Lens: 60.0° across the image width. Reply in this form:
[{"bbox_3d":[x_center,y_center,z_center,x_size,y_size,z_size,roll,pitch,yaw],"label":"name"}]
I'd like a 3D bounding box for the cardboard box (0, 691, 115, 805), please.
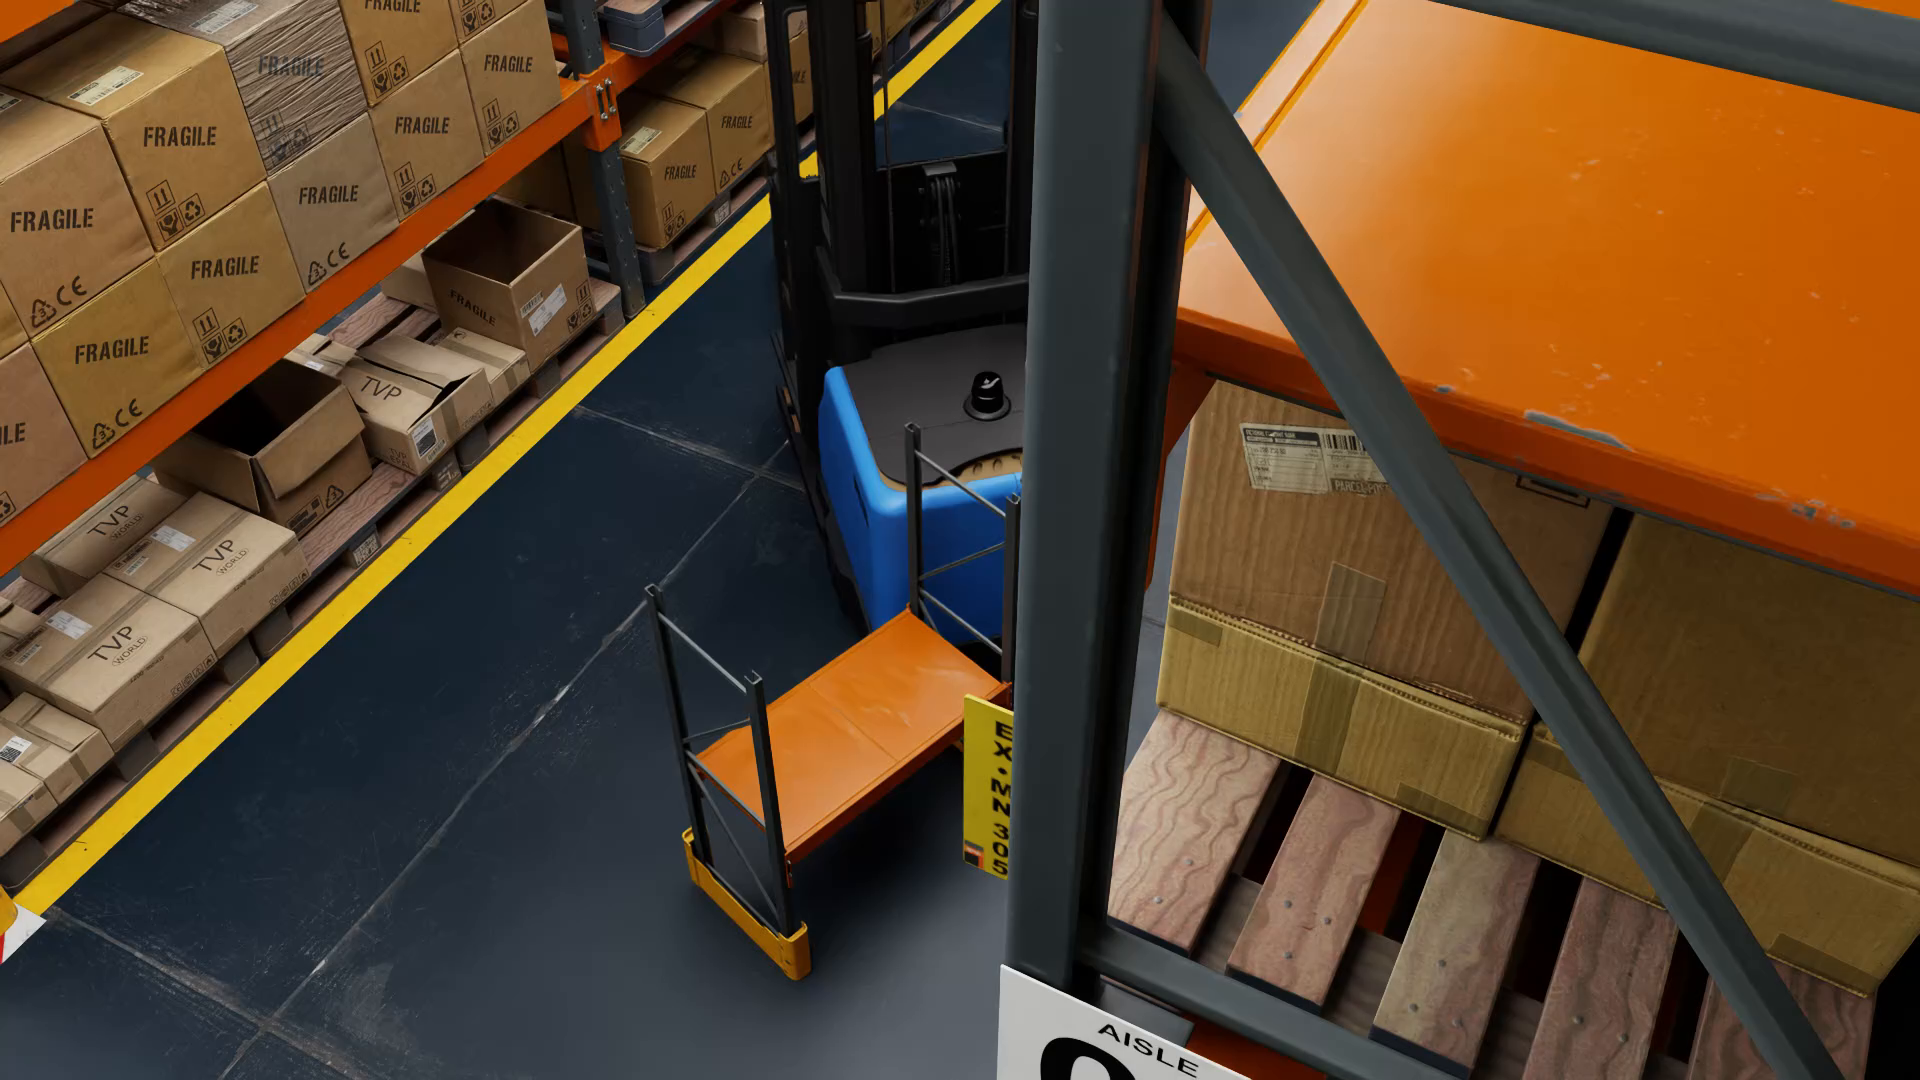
[{"bbox_3d":[-3.251,0.728,5.884,0.380,0.166,0.250,20,49,19],"label":"cardboard box"}]

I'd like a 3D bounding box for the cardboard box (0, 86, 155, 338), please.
[{"bbox_3d":[-2.953,-1.030,5.165,0.500,0.500,0.500,21,49,20],"label":"cardboard box"}]

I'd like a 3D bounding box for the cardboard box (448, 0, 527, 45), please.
[{"bbox_3d":[-2.014,-2.308,6.428,0.500,0.500,0.500,21,49,19],"label":"cardboard box"}]

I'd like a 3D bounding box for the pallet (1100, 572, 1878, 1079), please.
[{"bbox_3d":[0.859,0.334,2.544,1.003,0.211,1.213,20,49,19],"label":"pallet"}]

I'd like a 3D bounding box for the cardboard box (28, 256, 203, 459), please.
[{"bbox_3d":[-2.956,-0.675,5.518,0.500,0.500,0.500,20,49,19],"label":"cardboard box"}]

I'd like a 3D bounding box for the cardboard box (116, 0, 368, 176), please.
[{"bbox_3d":[-2.484,-1.667,5.795,0.500,0.500,0.500,21,49,19],"label":"cardboard box"}]

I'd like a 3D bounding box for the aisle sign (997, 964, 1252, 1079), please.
[{"bbox_3d":[0.225,0.860,2.243,0.394,0.787,0.004,20,49,19],"label":"aisle sign"}]

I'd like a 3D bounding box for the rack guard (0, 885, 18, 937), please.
[{"bbox_3d":[-3.830,1.026,5.665,1.175,0.500,0.348,20,49,19],"label":"rack guard"}]

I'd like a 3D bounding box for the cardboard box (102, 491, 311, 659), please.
[{"bbox_3d":[-2.898,0.128,6.419,0.500,0.250,0.500,20,49,19],"label":"cardboard box"}]

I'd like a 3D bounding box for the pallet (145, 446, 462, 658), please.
[{"bbox_3d":[-2.893,-0.141,7.021,1.003,0.211,1.213,20,49,19],"label":"pallet"}]

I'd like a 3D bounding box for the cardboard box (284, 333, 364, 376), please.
[{"bbox_3d":[-2.788,-0.743,7.338,0.380,0.166,0.250,20,49,19],"label":"cardboard box"}]

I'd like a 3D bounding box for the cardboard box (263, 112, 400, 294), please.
[{"bbox_3d":[-2.488,-1.311,6.146,0.500,0.500,0.500,22,49,20],"label":"cardboard box"}]

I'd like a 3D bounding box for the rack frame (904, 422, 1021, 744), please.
[{"bbox_3d":[0.007,0.285,5.694,0.032,1.500,0.500,-34,55,-29],"label":"rack frame"}]

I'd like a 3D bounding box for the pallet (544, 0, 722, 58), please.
[{"bbox_3d":[-1.541,-2.725,7.749,1.003,0.211,1.213,20,49,19],"label":"pallet"}]

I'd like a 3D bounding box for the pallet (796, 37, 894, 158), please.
[{"bbox_3d":[-1.099,-2.641,9.492,1.003,0.211,1.213,20,49,19],"label":"pallet"}]

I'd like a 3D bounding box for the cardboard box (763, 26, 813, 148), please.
[{"bbox_3d":[-1.092,-2.477,8.818,0.500,0.500,0.500,21,49,20],"label":"cardboard box"}]

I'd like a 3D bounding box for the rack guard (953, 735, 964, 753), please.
[{"bbox_3d":[-0.007,0.734,6.129,0.087,0.250,0.587,-34,55,-29],"label":"rack guard"}]

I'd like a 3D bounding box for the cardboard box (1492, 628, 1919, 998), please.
[{"bbox_3d":[1.080,0.265,2.290,0.500,0.250,0.500,23,50,21],"label":"cardboard box"}]

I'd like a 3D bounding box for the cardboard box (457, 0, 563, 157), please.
[{"bbox_3d":[-2.013,-1.961,6.788,0.500,0.500,0.500,21,49,20],"label":"cardboard box"}]

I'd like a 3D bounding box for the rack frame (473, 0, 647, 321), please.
[{"bbox_3d":[-2.009,-2.325,7.219,1.000,3.000,0.127,20,49,19],"label":"rack frame"}]

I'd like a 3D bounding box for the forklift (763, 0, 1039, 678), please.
[{"bbox_3d":[-0.203,-1.498,6.449,1.130,2.935,3.031,-11,46,-11],"label":"forklift"}]

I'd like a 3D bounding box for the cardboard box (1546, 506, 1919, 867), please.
[{"bbox_3d":[1.077,0.000,2.025,0.500,0.500,0.500,19,48,18],"label":"cardboard box"}]

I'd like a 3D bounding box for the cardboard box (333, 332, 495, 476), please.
[{"bbox_3d":[-2.370,-0.610,7.105,0.500,0.311,0.500,20,49,19],"label":"cardboard box"}]

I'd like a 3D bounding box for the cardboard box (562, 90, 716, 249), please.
[{"bbox_3d":[-1.568,-1.825,8.173,0.500,0.500,0.500,18,48,17],"label":"cardboard box"}]

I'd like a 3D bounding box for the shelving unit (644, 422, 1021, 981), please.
[{"bbox_3d":[-0.365,0.540,5.442,1.083,1.500,0.587,-34,55,-29],"label":"shelving unit"}]

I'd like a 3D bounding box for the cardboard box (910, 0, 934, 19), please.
[{"bbox_3d":[-0.378,-3.454,9.783,0.500,0.500,0.500,22,49,21],"label":"cardboard box"}]

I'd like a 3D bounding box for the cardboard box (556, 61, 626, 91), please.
[{"bbox_3d":[-1.796,-2.315,8.657,0.500,0.500,0.500,21,49,19],"label":"cardboard box"}]

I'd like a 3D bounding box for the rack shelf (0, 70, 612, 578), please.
[{"bbox_3d":[-2.937,-0.812,6.230,1.077,0.370,4.000,20,49,19],"label":"rack shelf"}]

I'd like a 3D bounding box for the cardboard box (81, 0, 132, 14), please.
[{"bbox_3d":[-2.955,-1.859,5.985,0.500,0.500,0.500,19,48,18],"label":"cardboard box"}]

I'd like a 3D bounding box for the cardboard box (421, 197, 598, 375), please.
[{"bbox_3d":[-2.022,-1.149,7.504,0.500,0.500,0.500,20,49,19],"label":"cardboard box"}]

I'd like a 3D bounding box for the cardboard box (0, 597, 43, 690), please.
[{"bbox_3d":[-3.563,0.387,6.221,0.380,0.166,0.250,20,49,19],"label":"cardboard box"}]

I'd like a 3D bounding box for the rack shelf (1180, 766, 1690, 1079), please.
[{"bbox_3d":[1.452,-0.234,3.549,1.077,0.370,4.000,20,49,19],"label":"rack shelf"}]
